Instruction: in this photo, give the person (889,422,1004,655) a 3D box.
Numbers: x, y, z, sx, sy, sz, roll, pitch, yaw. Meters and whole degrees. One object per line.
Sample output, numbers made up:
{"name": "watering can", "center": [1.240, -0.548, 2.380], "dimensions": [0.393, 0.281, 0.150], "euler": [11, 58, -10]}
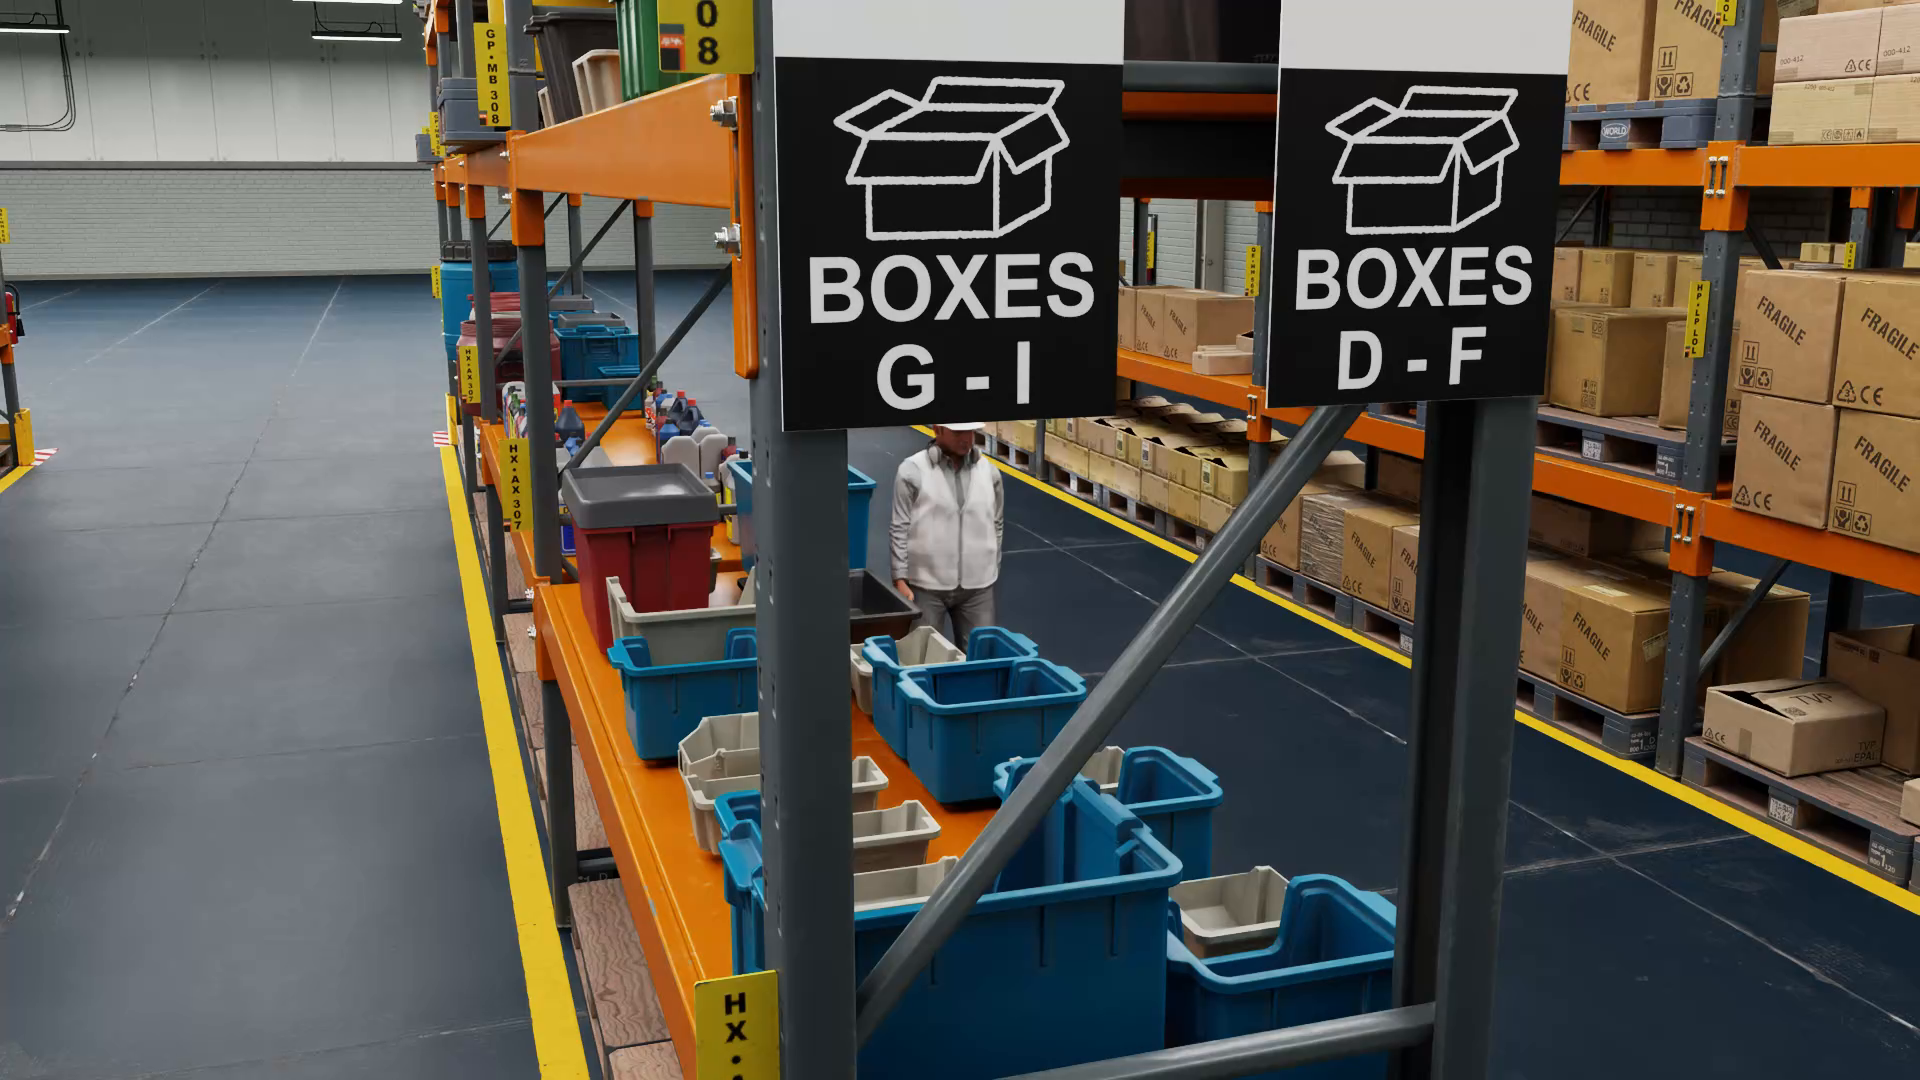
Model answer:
{"name": "person", "center": [-0.036, 0.209, 7.424], "dimensions": [0.555, 1.767, 0.683], "euler": [-4, 13, -18]}
